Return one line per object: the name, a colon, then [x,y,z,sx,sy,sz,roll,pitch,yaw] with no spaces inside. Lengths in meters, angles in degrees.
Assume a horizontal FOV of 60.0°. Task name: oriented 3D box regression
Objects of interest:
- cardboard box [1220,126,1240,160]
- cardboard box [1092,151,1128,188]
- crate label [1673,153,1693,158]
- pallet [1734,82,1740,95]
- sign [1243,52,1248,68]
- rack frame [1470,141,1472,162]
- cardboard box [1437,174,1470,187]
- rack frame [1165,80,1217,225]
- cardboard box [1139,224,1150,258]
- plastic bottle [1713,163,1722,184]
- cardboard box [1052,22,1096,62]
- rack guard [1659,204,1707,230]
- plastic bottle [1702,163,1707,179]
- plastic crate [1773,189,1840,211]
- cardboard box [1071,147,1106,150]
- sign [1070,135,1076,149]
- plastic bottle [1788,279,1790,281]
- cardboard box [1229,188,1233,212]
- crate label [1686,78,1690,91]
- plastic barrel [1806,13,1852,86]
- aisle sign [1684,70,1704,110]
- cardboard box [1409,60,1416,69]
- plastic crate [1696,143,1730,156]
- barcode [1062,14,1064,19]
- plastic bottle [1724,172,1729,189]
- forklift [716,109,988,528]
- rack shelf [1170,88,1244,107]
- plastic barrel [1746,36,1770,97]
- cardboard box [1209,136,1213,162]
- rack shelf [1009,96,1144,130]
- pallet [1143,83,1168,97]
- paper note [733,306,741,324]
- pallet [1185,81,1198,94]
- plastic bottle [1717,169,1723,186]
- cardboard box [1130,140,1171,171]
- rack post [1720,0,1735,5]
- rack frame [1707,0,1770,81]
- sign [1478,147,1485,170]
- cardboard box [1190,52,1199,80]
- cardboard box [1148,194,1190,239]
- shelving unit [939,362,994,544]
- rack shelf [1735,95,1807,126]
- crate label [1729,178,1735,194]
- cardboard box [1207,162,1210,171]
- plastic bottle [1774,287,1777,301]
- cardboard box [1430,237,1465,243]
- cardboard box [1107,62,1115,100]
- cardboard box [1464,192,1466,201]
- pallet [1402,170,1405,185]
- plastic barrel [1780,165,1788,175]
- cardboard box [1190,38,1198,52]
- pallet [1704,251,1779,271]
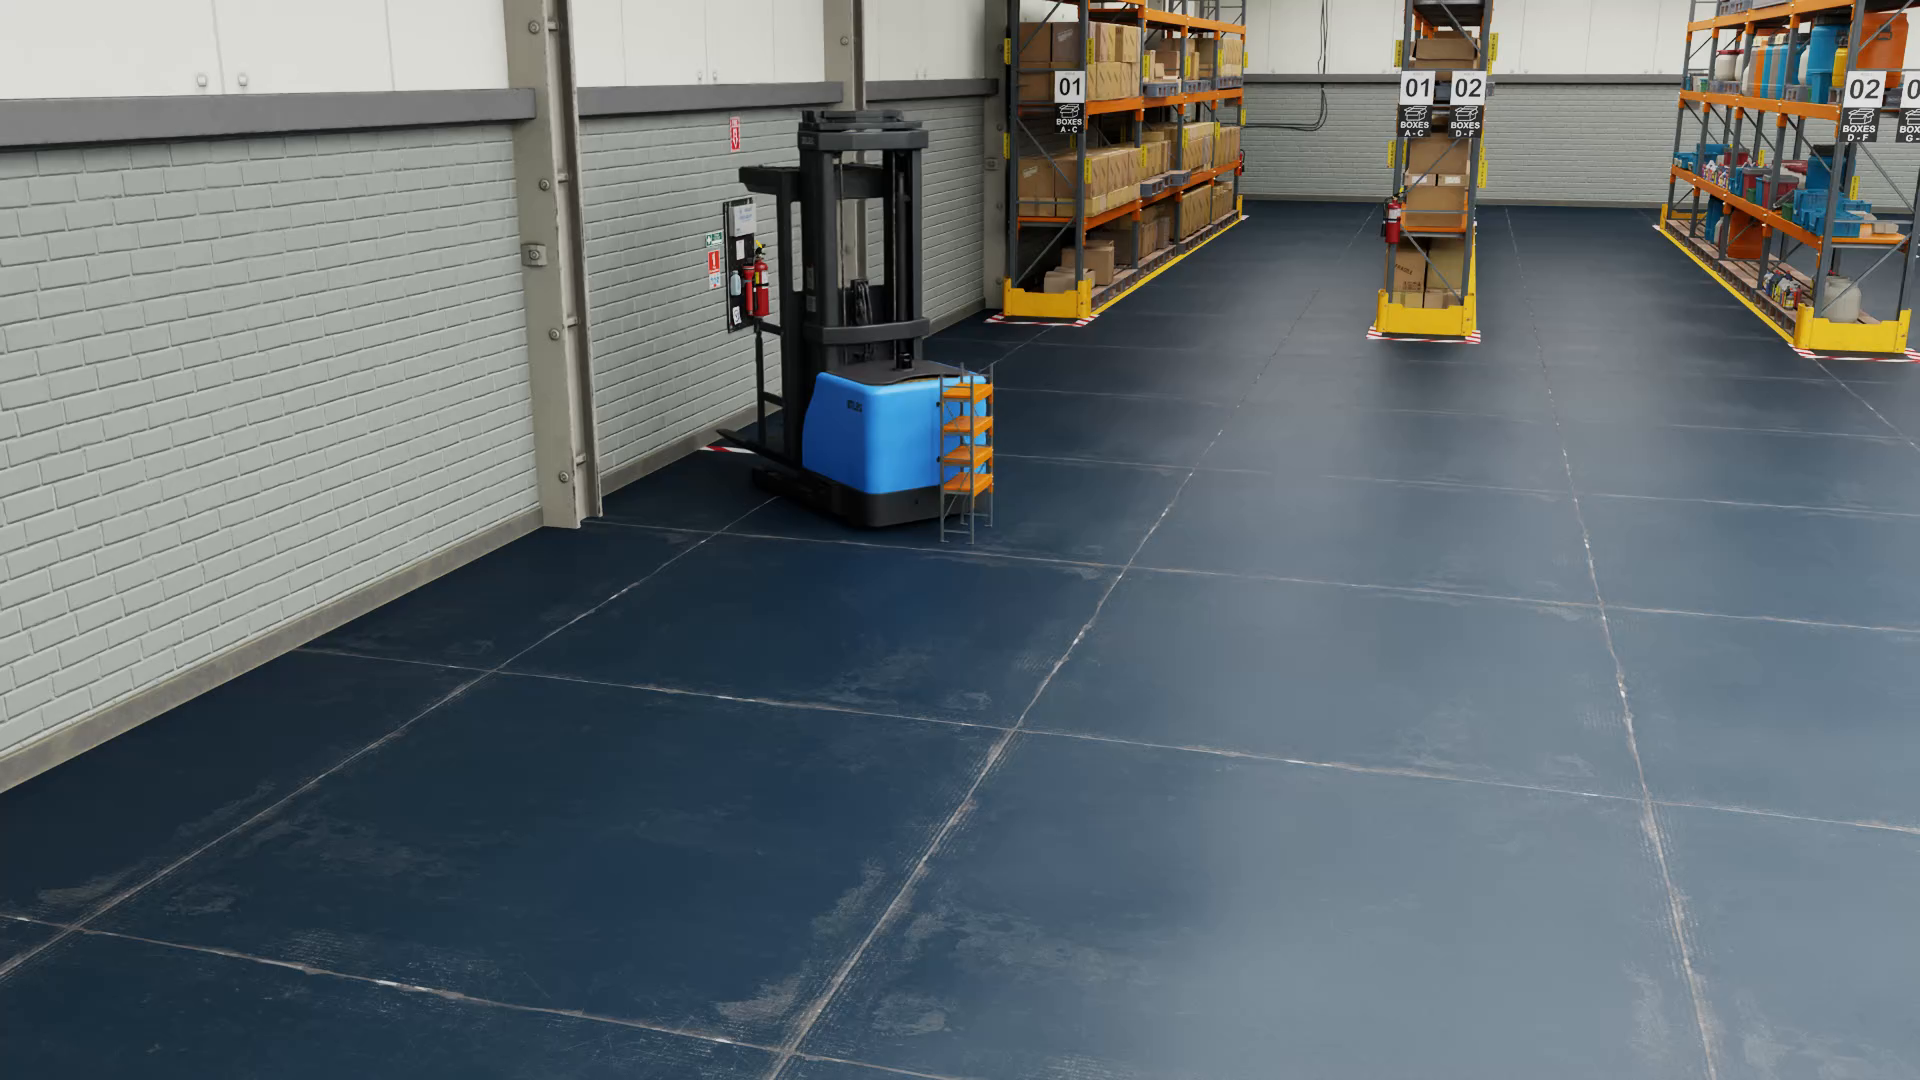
cardboard box: [5.568,-8.675,36.368,0.980,0.700,0.700,5,17,18]
cardboard box: [2.166,-5.414,24.285,0.500,0.500,0.500,4,16,14]
crate label: [14.816,-7.806,34.051,0.416,0.233,0.303,5,16,16]
pallet: [13.240,-7.349,27.090,1.003,0.211,1.213,5,16,16]
sign: [6.220,-10.450,36.202,0.100,0.325,0.005,5,16,16]
rack frame: [8.180,-6.189,28.152,1.000,3.000,0.127,5,16,16]
cardboard box: [6.225,-4.542,20.974,0.380,0.149,0.250,5,16,15]
rack frame: [4.567,-7.619,33.193,1.000,3.000,0.127,5,16,16]
cardboard box: [2.769,-4.998,27.728,0.700,0.500,0.500,5,17,17]
plastic bottle: [13.135,-6.340,28.774,0.144,0.351,0.185,5,16,16]
cardboard box: [1.499,-6.543,21.851,0.500,0.500,0.500,3,16,12]
rack guard: [15.196,-6.702,34.541,1.175,0.500,0.348,5,16,16]
plastic bottle: [13.514,-6.697,30.156,0.061,0.283,0.133,5,16,16]
plastic crate: [11.521,-4.600,22.666,0.767,0.338,0.504,5,16,16]
cardboard box: [1.959,-5.717,25.353,0.500,0.500,0.500,4,16,15]
sign: [1.760,-6.125,25.804,0.100,0.325,0.005,5,16,16]
plastic bottle: [11.239,-3.430,22.620,0.097,0.271,0.097,0,16,0]
cardboard box: [5.600,-7.474,36.493,0.700,0.500,0.500,5,16,16]
crate label: [14.630,-9.052,33.022,0.408,0.251,0.502,5,16,16]
plastic barrel: [11.406,-6.392,21.681,0.600,0.901,0.708,5,16,16]
aisle sign: [14.938,-9.189,33.967,0.394,0.787,0.004,5,16,16]
cardboard box: [5.981,-6.058,21.442,0.500,0.250,0.500,5,16,16]
plastic crate: [15.286,-7.841,33.801,0.616,0.435,0.499,5,16,16]
barcode: [1.486,-7.552,23.981,0.001,0.075,0.075,5,16,16]
plastic bottle: [12.700,-5.947,27.513,0.061,0.283,0.133,5,16,16]
forklift: [-1.013,-1.848,12.973,1.130,2.935,3.031,-10,19,-31]
rack shelf: [5.135,-9.239,34.727,1.077,0.370,4.000,5,16,16]
plastic barrel: [12.487,-7.290,25.619,0.600,0.901,0.600,0,16,0]
cardboard box: [4.677,-7.679,32.641,0.500,0.500,0.500,4,16,15]
rack shelf: [1.725,-6.099,23.658,1.077,0.370,4.000,5,16,16]
pallet: [2.571,-7.032,25.970,1.213,0.211,1.003,5,16,16]
paper note: [-2.034,-2.051,15.179,0.016,0.148,0.142,5,16,16]
pallet: [3.562,-8.097,29.728,1.213,0.211,1.003,5,17,18]
plastic bottle: [12.959,-6.186,28.355,0.061,0.283,0.133,5,16,16]
cardboard box: [3.306,-6.708,28.993,0.700,0.500,0.500,3,16,9]
rack post: [13.796,-9.482,28.908,0.937,0.300,0.954,4,16,15]
rack frame: [14.065,-9.737,29.666,1.000,3.000,0.127,5,16,16]
sign: [7.576,-5.554,24.184,0.100,0.325,0.005,5,16,16]
cardboard box: [4.115,-8.949,31.397,0.700,0.500,0.500,4,16,15]
cardboard box: [3.765,-5.922,30.382,0.750,0.750,0.750,4,16,15]
shelving unit: [0.048,-0.620,11.816,0.258,1.200,0.503,5,16,16]
rack shelf: [12.360,-6.378,24.639,1.077,0.370,4.000,5,16,16]
crate label: [12.449,-5.642,26.532,0.303,0.233,0.416,5,16,16]
cardboard box: [4.693,-7.329,32.596,0.380,0.149,0.250,5,17,17]
plastic bottle: [11.008,-3.322,22.367,0.097,0.201,0.097,0,16,0]
cardboard box: [6.830,-3.983,23.271,0.500,0.500,0.500,5,16,16]
cardboard box: [1.822,-6.322,22.904,0.500,0.500,0.500,5,17,18]
cardboard box: [7.491,-5.238,25.259,0.380,0.149,0.250,5,16,16]
pallet: [8.306,-6.280,28.823,1.213,0.211,1.003,5,16,16]
plastic barrel: [12.721,-5.462,25.384,0.421,0.512,0.421,0,16,0]
cardboard box: [4.541,-9.801,33.339,0.500,0.500,0.500,4,16,15]
pallet: [13.113,-4.672,27.914,1.003,0.211,1.213,5,16,16]
